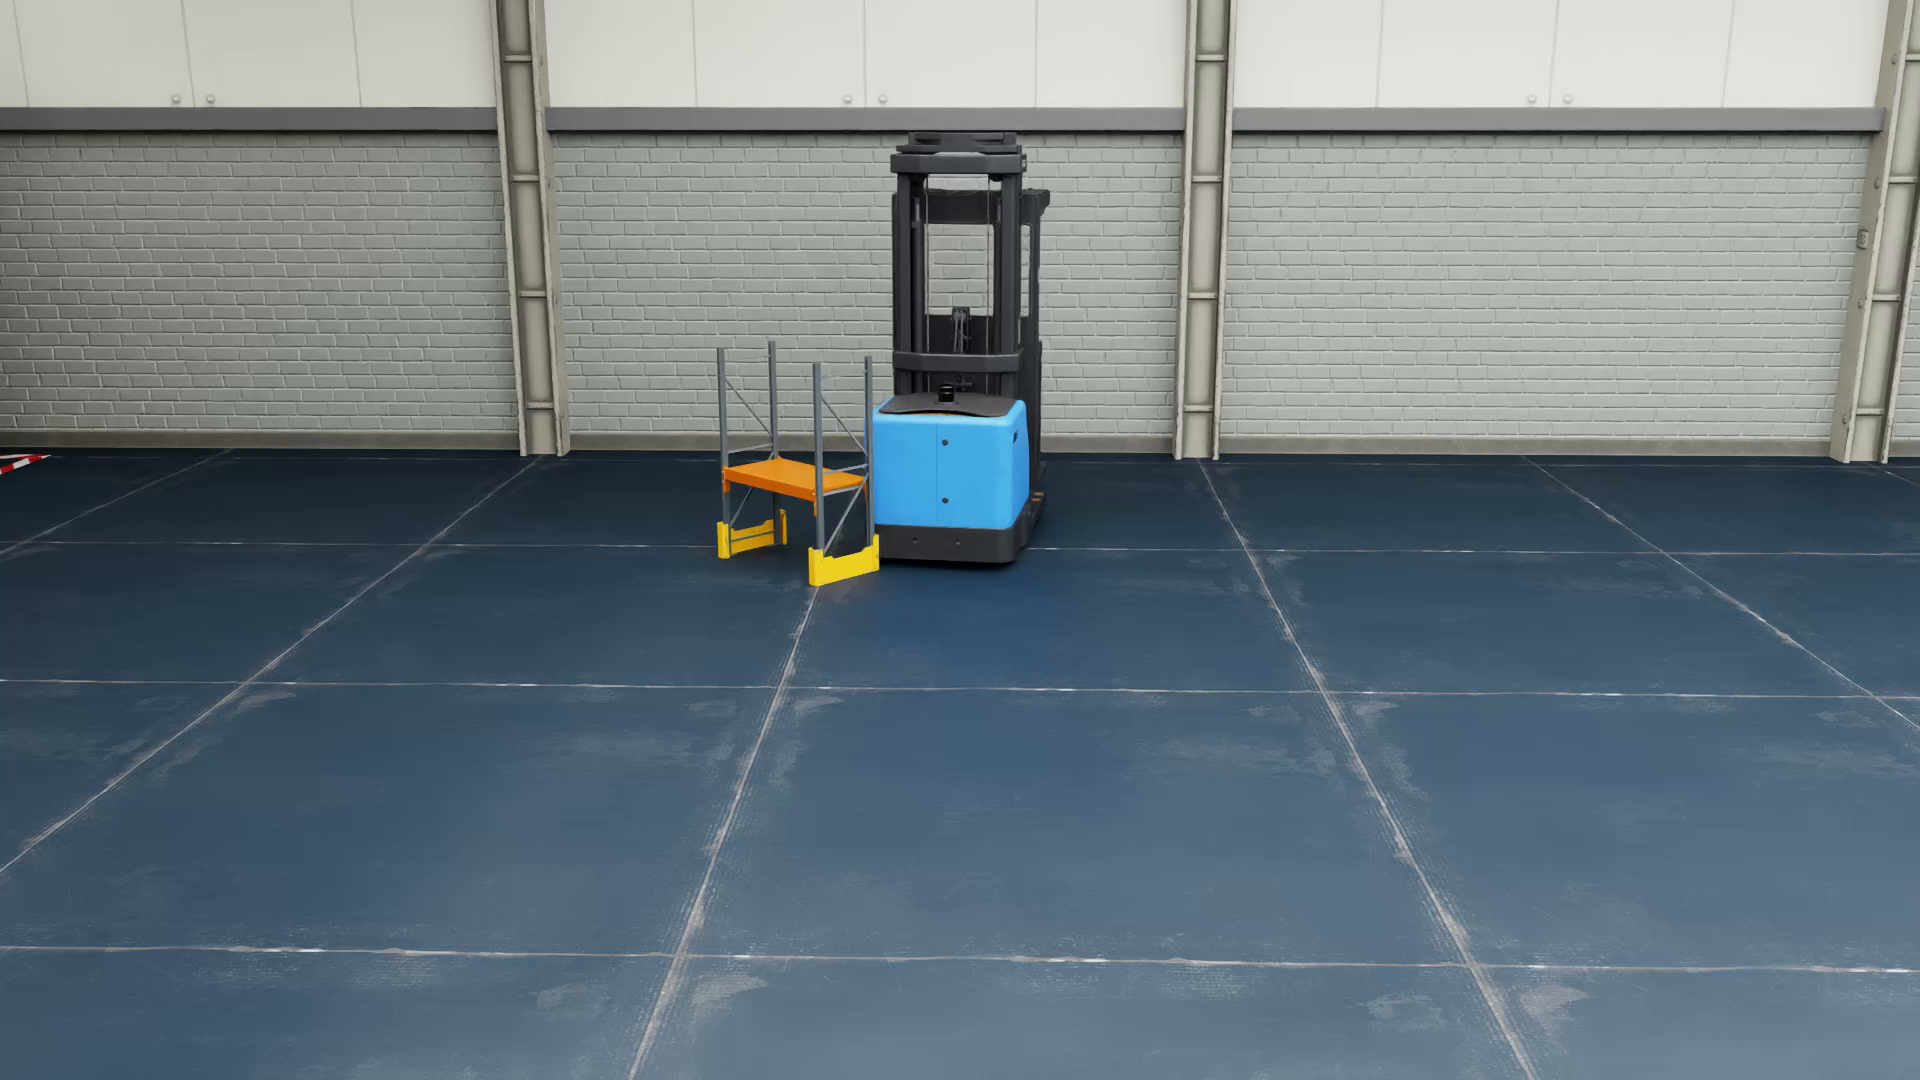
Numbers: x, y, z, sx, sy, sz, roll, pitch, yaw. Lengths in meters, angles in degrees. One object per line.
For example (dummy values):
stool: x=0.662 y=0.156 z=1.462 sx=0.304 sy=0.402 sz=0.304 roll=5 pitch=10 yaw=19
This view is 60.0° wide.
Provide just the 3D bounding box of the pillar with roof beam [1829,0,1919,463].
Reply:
pillar with roof beam: x=8.047 y=-3.986 z=9.809 sx=0.400 sy=9.000 sz=9.100 roll=0 pitch=15 yaw=1

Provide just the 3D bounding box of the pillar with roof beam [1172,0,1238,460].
pillar with roof beam: x=2.049 y=-4.025 z=9.957 sx=0.400 sy=9.000 sz=9.100 roll=0 pitch=15 yaw=1

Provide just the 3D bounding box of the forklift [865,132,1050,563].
forklift: x=0.082 y=-1.588 z=12.613 sx=1.130 sy=2.935 sz=3.031 roll=2 pitch=15 yaw=9

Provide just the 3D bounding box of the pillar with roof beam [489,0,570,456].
pillar with roof beam: x=-3.949 y=-4.064 z=10.106 sx=0.400 sy=9.000 sz=9.100 roll=0 pitch=15 yaw=1

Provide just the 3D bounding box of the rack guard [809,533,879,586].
rack guard: x=-0.789 y=0.132 z=11.351 sx=0.087 sy=0.250 sz=0.587 roll=14 pitch=20 yaw=43

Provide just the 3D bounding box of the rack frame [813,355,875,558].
rack frame: x=-0.775 y=-0.469 z=11.178 sx=0.032 sy=1.500 sz=0.500 roll=14 pitch=20 yaw=43

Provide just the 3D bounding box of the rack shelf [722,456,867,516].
rack shelf: x=-1.137 y=-0.386 z=11.569 sx=1.000 sy=0.185 sz=0.538 roll=14 pitch=20 yaw=43

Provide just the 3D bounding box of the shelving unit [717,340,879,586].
shelving unit: x=-1.144 y=-0.562 z=11.529 sx=1.083 sy=1.500 sz=0.587 roll=14 pitch=20 yaw=43

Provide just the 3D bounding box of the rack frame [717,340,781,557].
rack frame: x=-1.500 y=-0.651 z=11.867 sx=0.032 sy=1.500 sz=0.500 roll=14 pitch=20 yaw=43

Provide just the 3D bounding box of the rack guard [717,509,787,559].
rack guard: x=-1.499 y=-0.046 z=12.026 sx=0.087 sy=0.250 sz=0.587 roll=14 pitch=20 yaw=43
